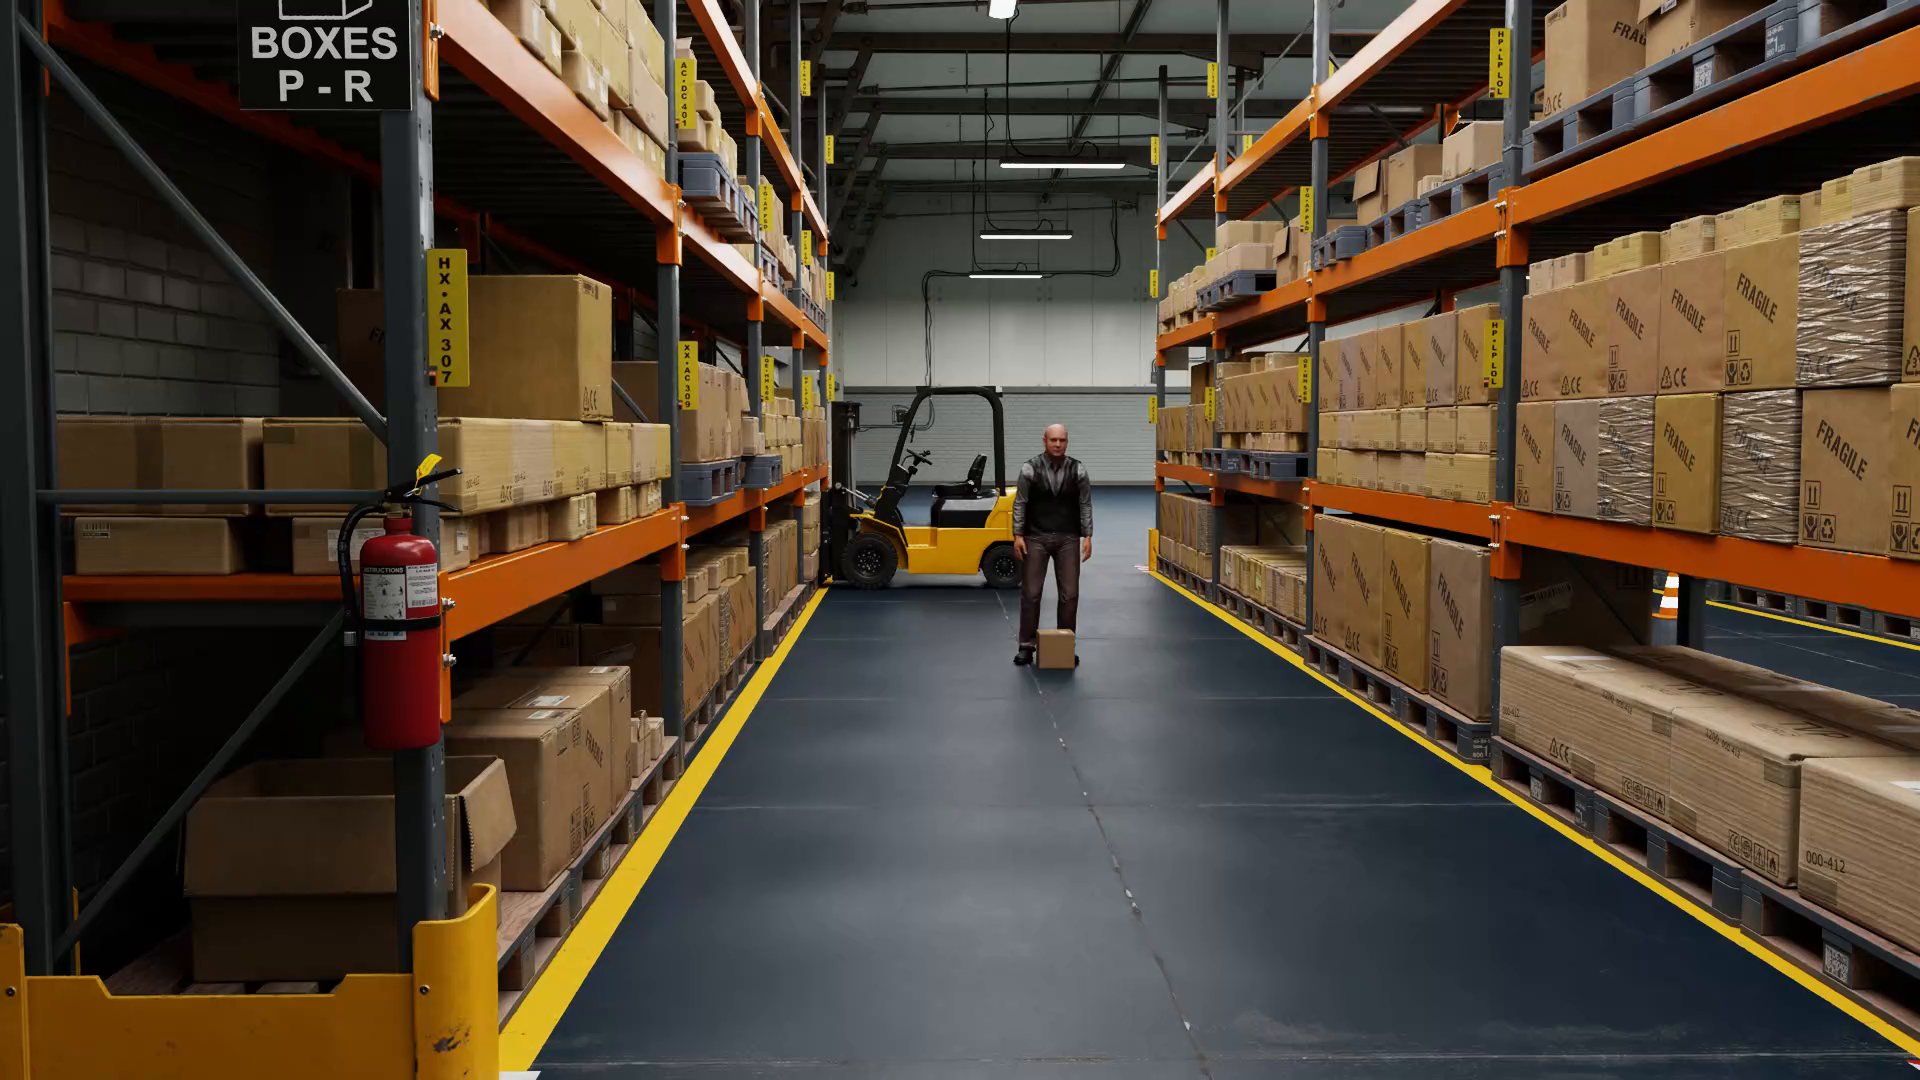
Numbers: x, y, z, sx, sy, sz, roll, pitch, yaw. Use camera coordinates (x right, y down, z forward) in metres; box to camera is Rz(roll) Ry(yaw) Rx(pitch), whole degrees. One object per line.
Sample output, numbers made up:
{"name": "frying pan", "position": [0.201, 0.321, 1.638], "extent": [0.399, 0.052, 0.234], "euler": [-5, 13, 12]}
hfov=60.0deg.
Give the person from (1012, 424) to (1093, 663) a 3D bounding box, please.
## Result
{"name": "person", "position": [0.669, 0.023, 12.055], "extent": [0.589, 1.721, 0.414], "euler": [0, 4, -3]}
